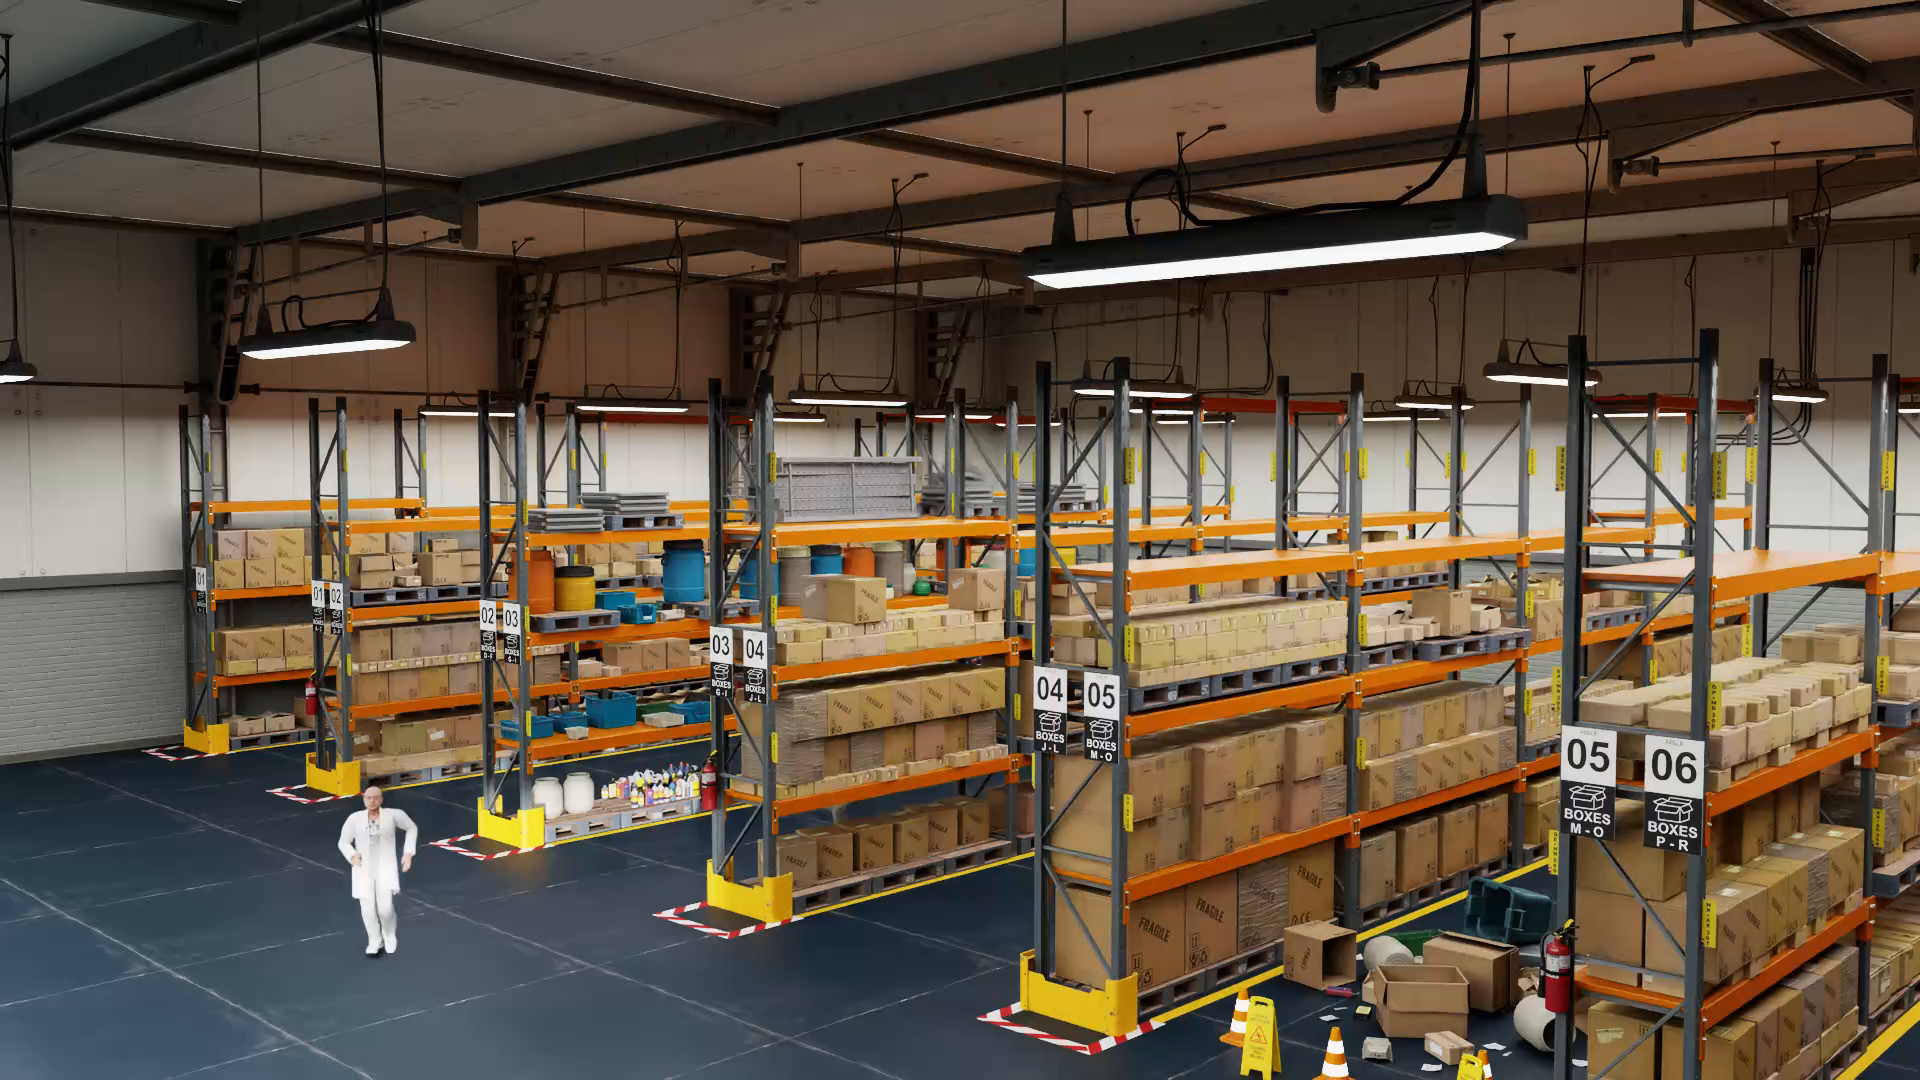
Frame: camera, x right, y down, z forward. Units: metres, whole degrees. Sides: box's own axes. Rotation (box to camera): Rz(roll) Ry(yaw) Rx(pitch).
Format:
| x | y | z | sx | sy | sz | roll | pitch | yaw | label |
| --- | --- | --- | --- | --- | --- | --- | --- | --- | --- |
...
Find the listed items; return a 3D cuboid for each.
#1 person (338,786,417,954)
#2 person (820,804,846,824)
| x | y | z | sx | sy | sz | roll | pitch | yaw | label |
| --- | --- | --- | --- | --- | --- | --- | --- | --- | --- |
| -5.946 | 3.392 | 16.958 | 0.747 | 1.756 | 0.680 | -1 | 3 | -13 | person |
| -1.626 | 3.190 | 22.262 | 0.618 | 1.626 | 0.553 | 2 | 3 | 29 | person |
